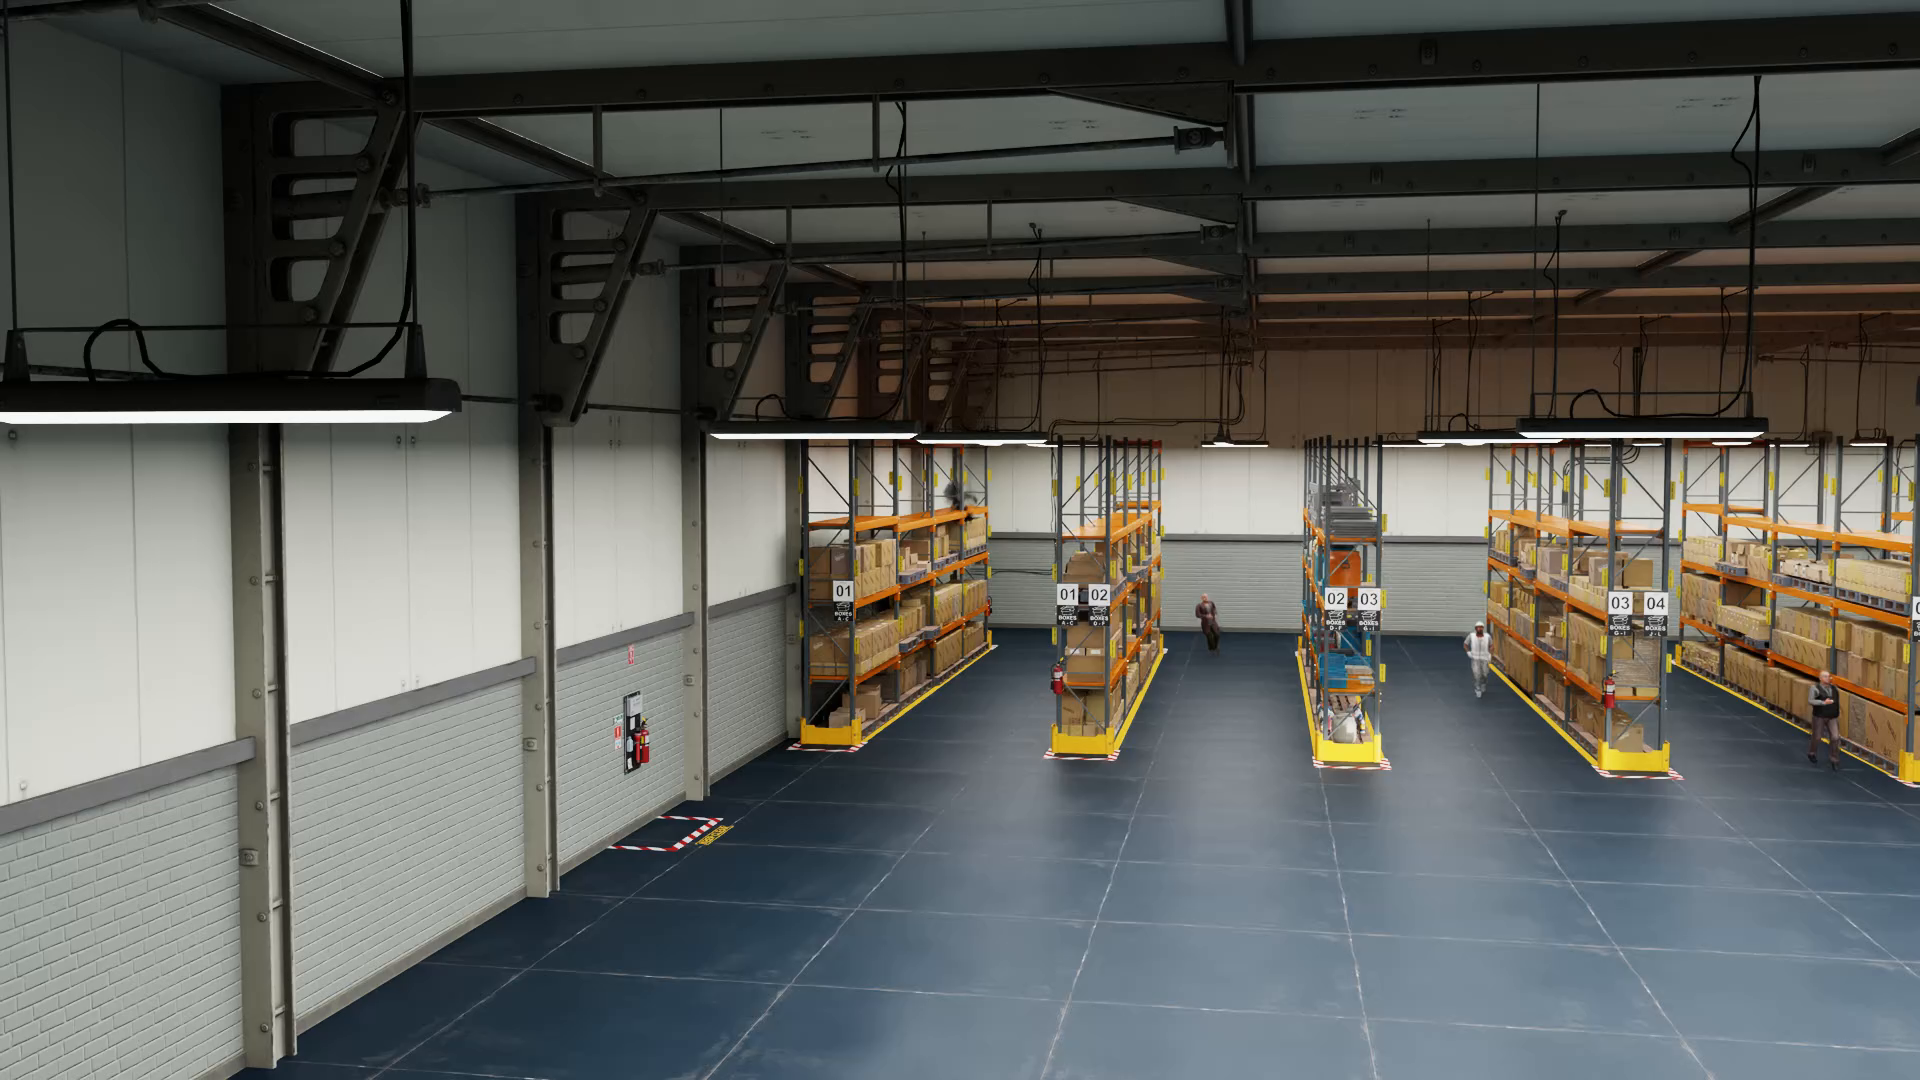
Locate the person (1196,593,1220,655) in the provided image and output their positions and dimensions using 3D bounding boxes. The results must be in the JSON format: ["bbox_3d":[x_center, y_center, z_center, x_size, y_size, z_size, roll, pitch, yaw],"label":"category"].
[{"bbox_3d":[6.927,2.350,46.519,0.756,1.739,0.681,-1,3,-12],"label":"person"}]

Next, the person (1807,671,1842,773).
[{"bbox_3d":[15.544,3.234,29.893,0.635,1.765,0.840,0,3,6],"label":"person"}]

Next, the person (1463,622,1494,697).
[{"bbox_3d":[12.046,2.760,38.644,0.687,1.745,0.595,1,3,11],"label":"person"}]
